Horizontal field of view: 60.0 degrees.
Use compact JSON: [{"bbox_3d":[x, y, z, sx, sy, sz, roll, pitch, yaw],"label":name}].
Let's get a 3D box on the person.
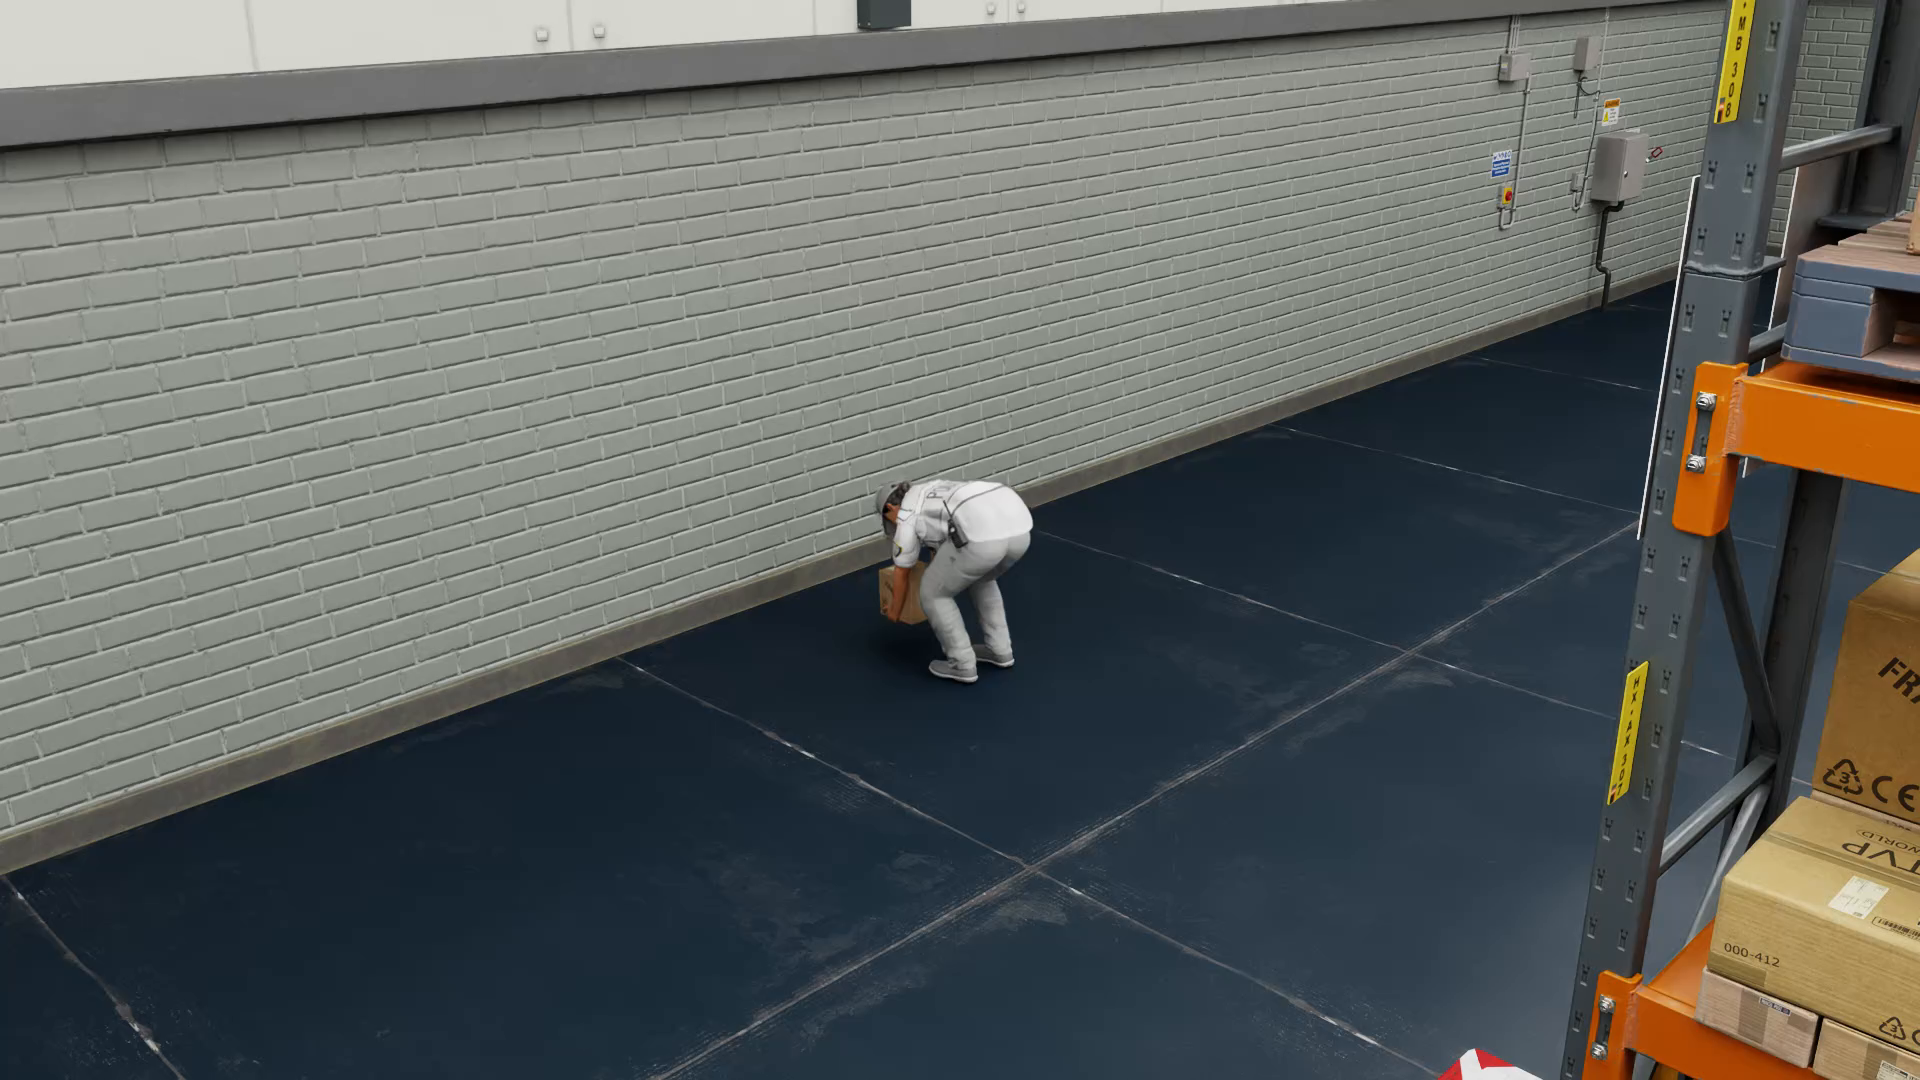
[{"bbox_3d":[-0.069,0.156,8.628,0.950,1.014,0.494,18,27,39],"label":"person"}]
